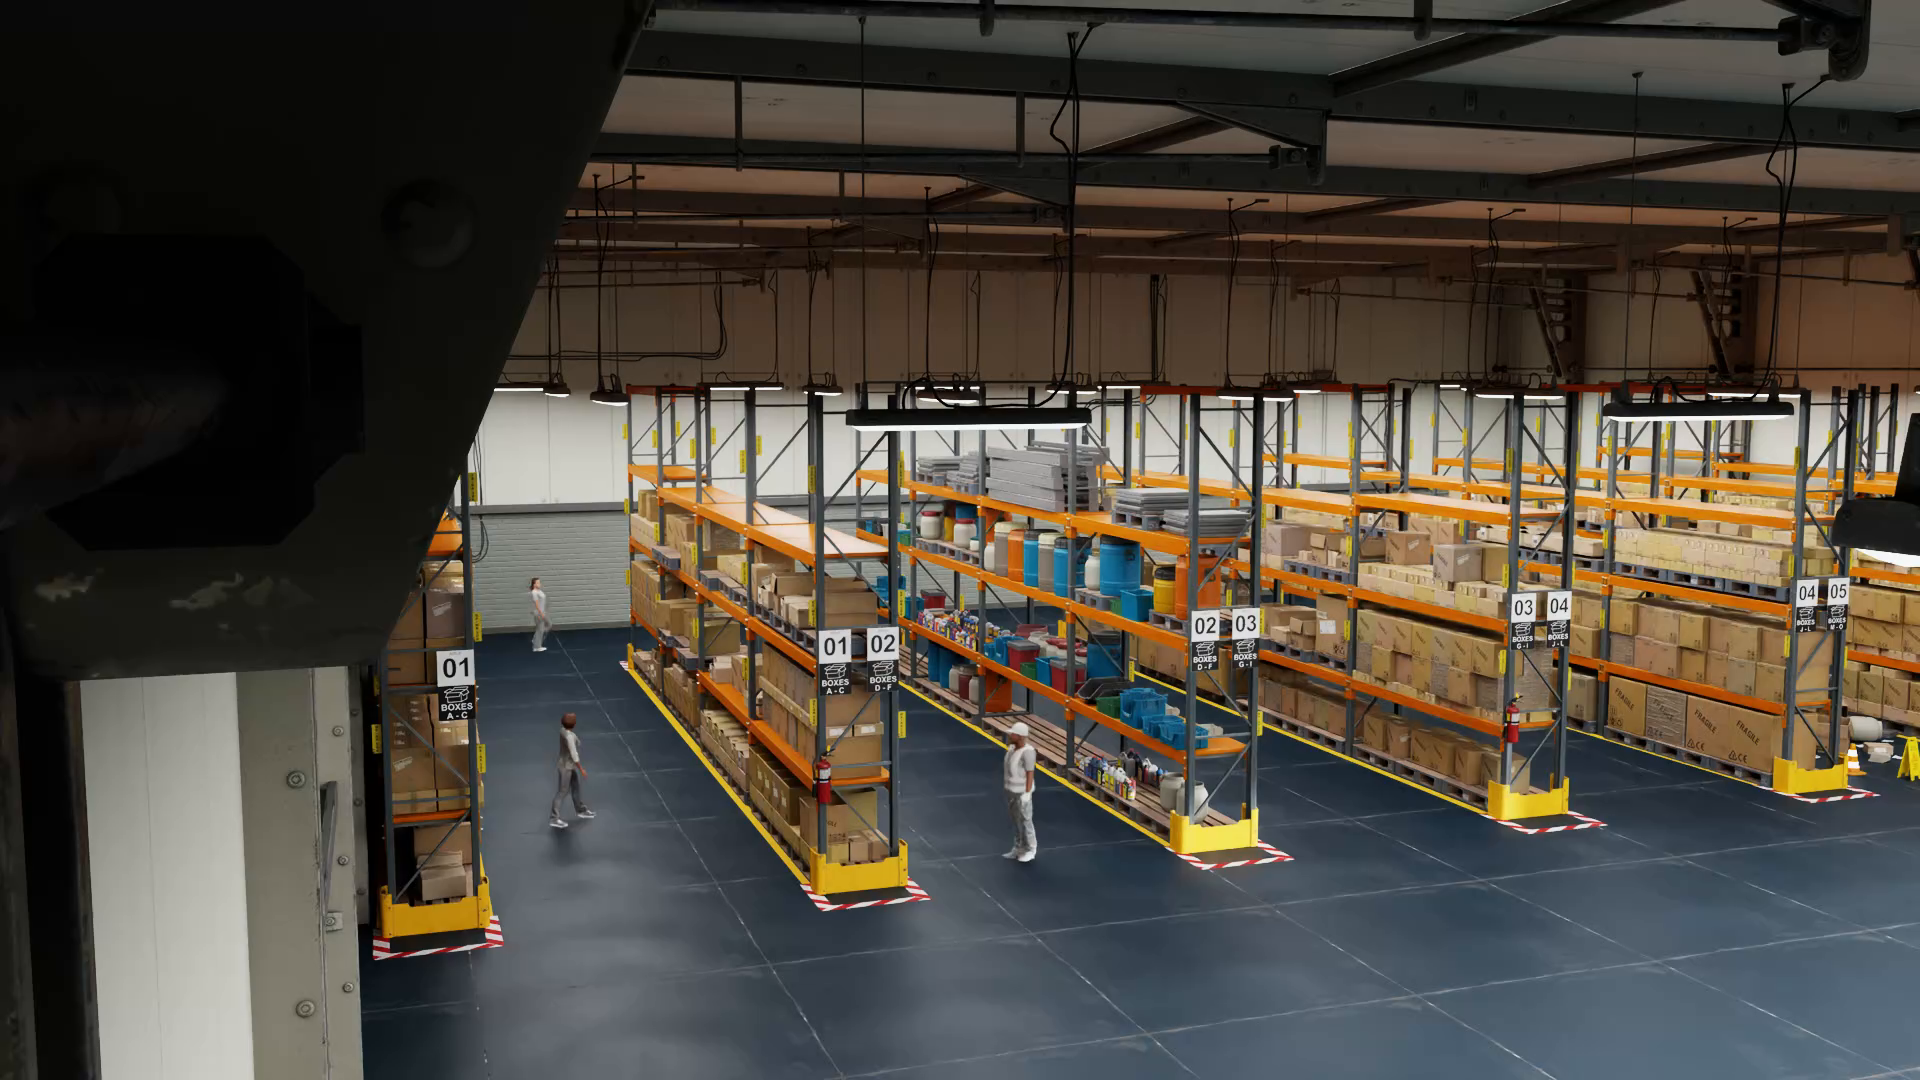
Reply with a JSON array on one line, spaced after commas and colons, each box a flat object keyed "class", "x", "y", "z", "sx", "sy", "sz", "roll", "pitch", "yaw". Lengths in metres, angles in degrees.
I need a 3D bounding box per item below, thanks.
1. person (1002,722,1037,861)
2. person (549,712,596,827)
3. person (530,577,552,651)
[{"class": "person", "x": 0.770, "y": 3.243, "z": 21.389, "sx": 0.376, "sy": 1.816, "sz": 0.625, "roll": -3, "pitch": 7, "yaw": -30}, {"class": "person", "x": -5.397, "y": 3.153, "z": 23.104, "sx": 0.646, "sy": 1.575, "sz": 0.574, "roll": -1, "pitch": 6, "yaw": -13}, {"class": "person", "x": -9.357, "y": 1.656, "z": 37.096, "sx": 0.473, "sy": 1.654, "sz": 0.492, "roll": -1, "pitch": 6, "yaw": -7}]
